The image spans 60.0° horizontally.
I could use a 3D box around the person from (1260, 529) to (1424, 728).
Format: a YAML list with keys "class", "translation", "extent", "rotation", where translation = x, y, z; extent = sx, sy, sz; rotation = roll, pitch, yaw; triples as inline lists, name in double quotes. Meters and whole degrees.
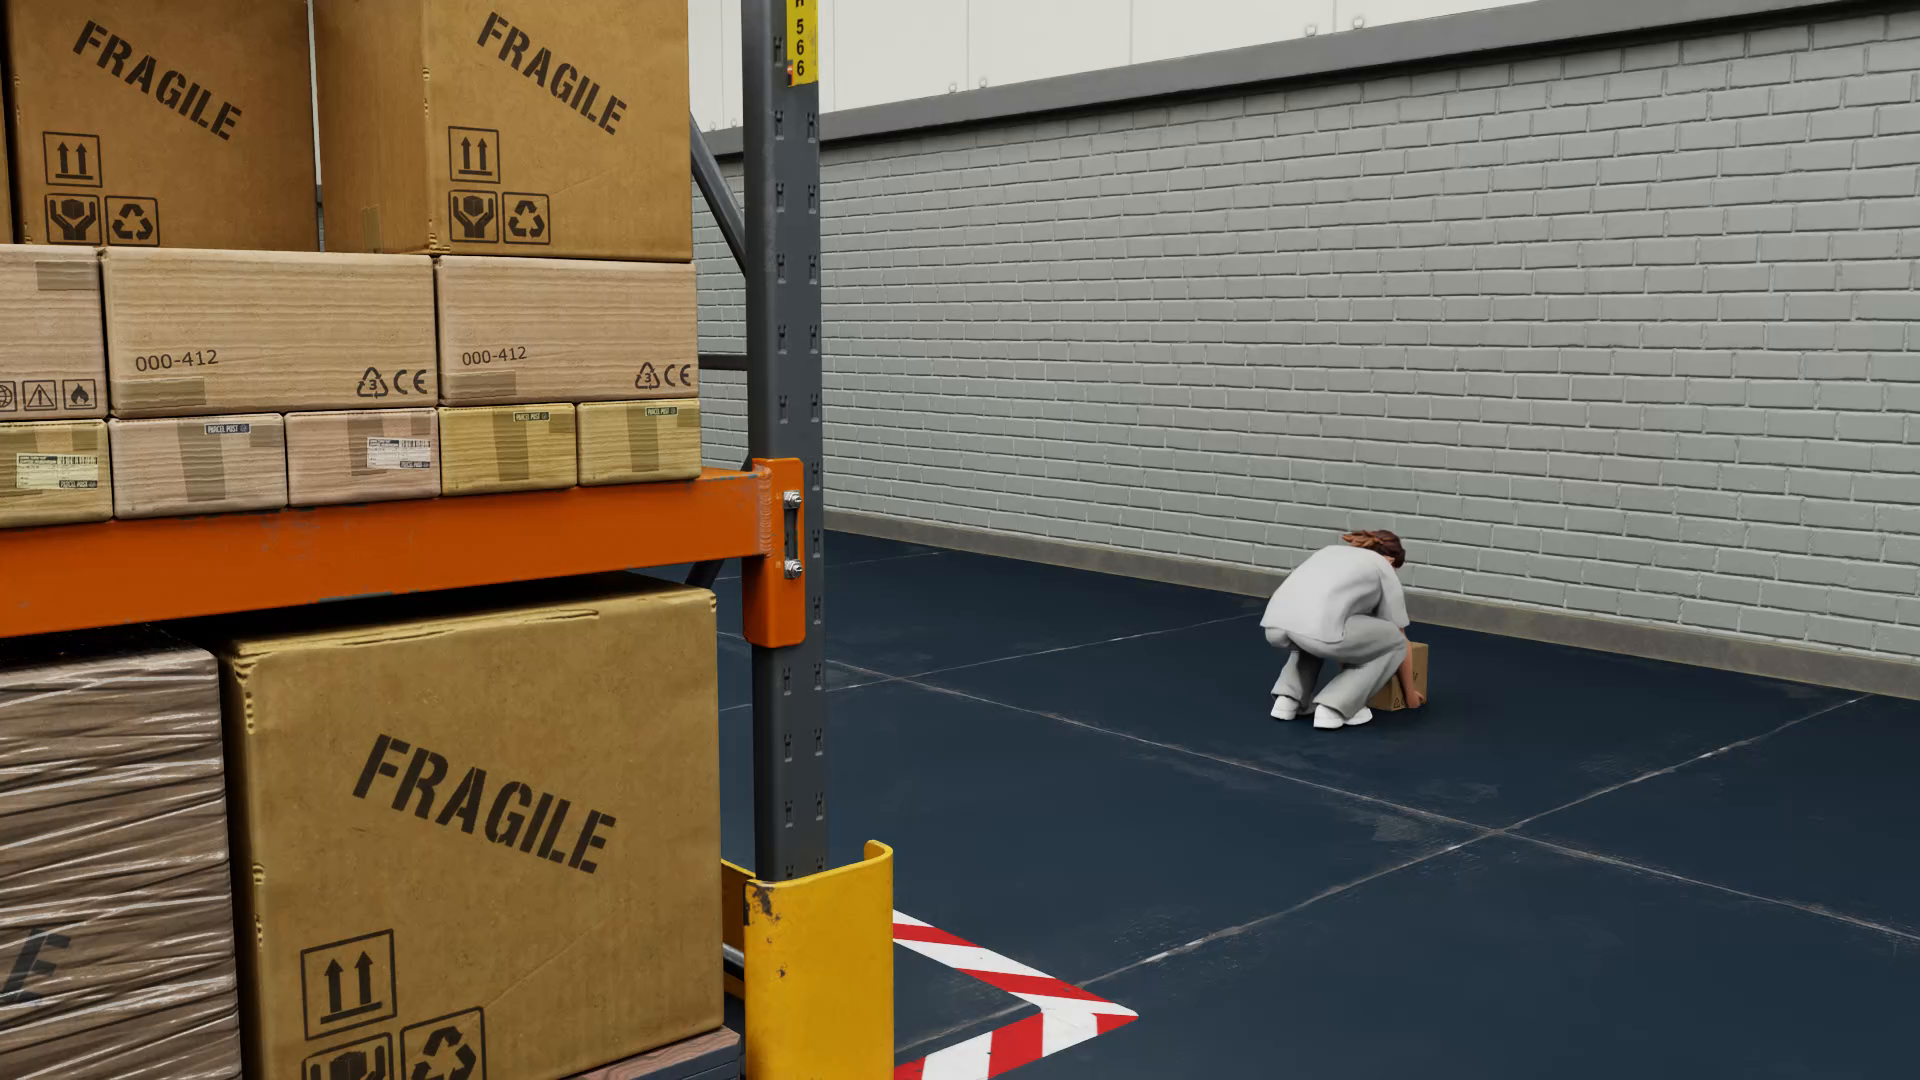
- class: "person"
  translation: [1.561, 0.380, 6.771]
  extent: [0.837, 0.803, 0.472]
  rotation: [-7, 10, -42]
